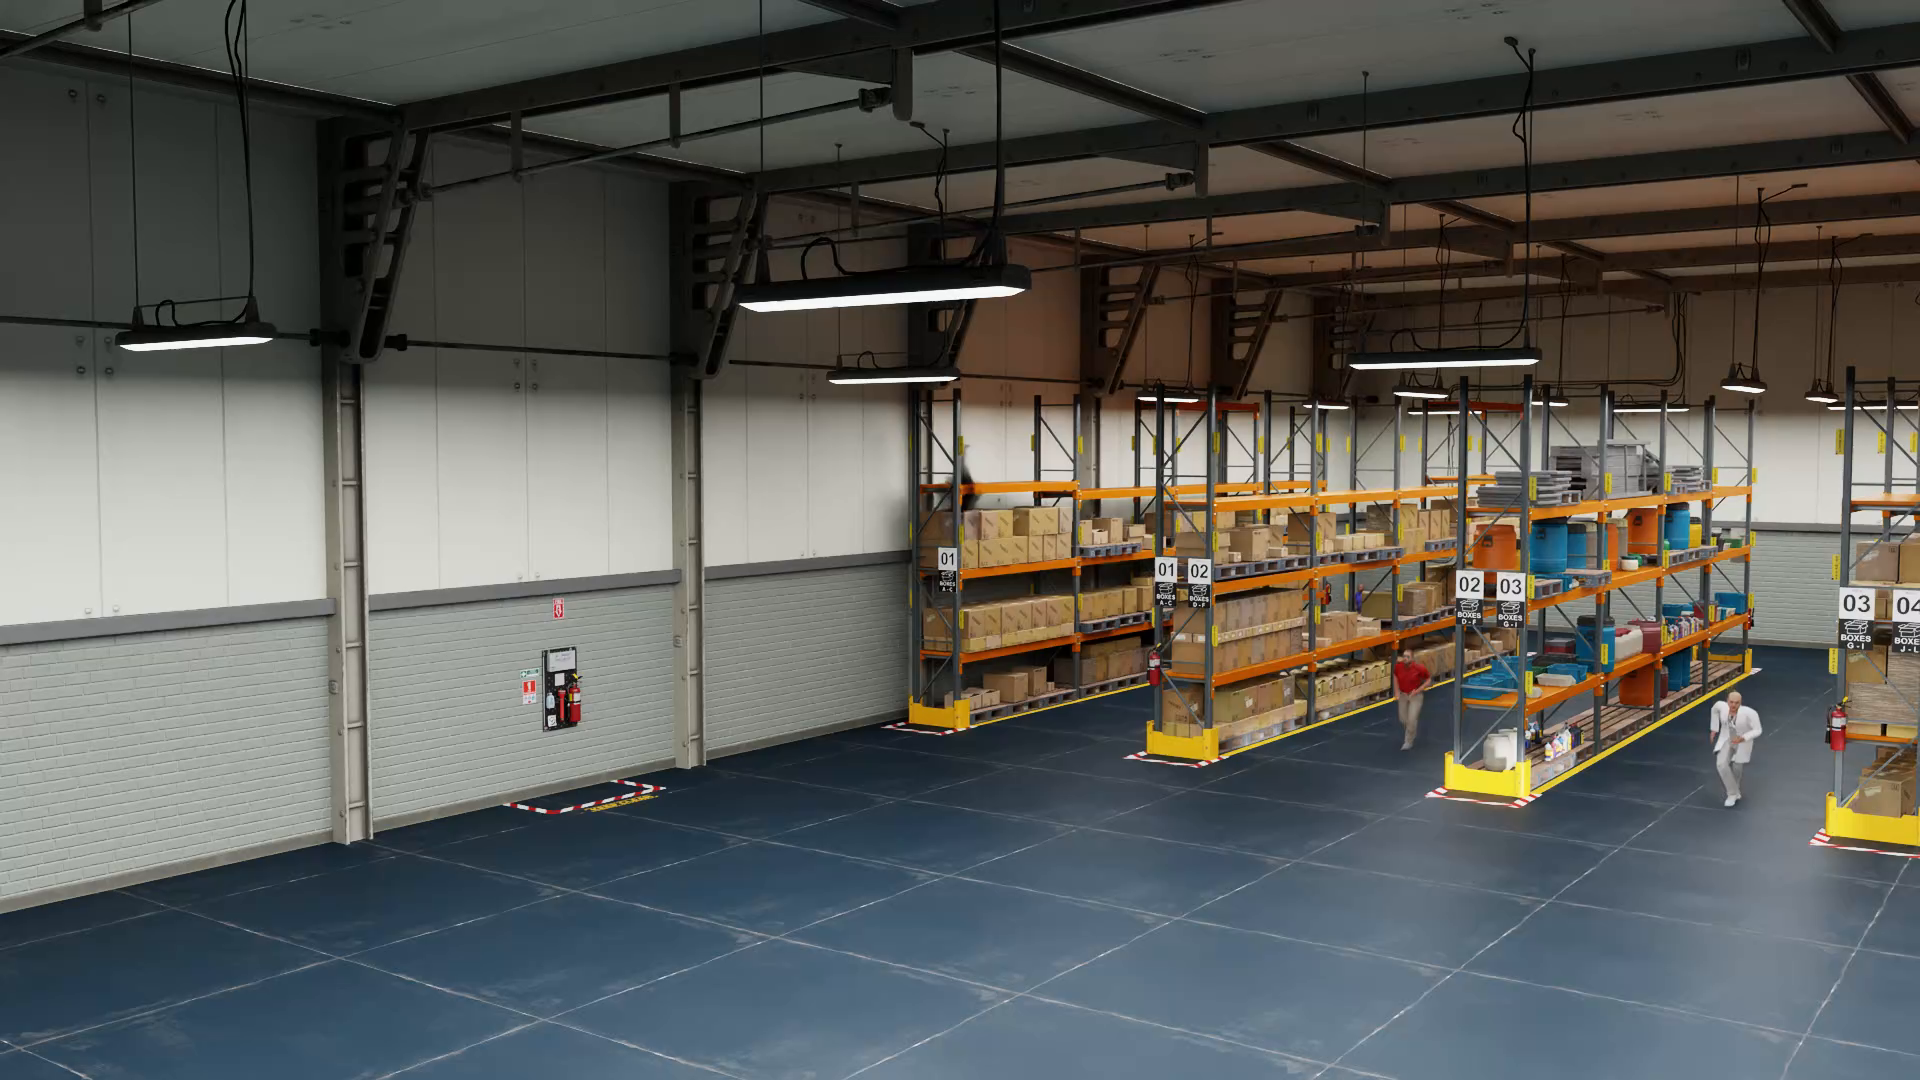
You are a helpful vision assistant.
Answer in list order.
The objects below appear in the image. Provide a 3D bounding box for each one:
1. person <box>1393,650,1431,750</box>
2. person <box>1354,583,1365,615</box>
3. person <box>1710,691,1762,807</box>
[{"bbox_3d":[7.467,2.619,27.467,0.643,1.667,0.719,2,4,27],"label":"person"},{"bbox_3d":[9.953,1.868,41.116,0.573,1.607,0.694,2,4,31],"label":"person"},{"bbox_3d":[10.923,2.877,23.377,0.699,1.612,1.138,2,4,33],"label":"person"}]
